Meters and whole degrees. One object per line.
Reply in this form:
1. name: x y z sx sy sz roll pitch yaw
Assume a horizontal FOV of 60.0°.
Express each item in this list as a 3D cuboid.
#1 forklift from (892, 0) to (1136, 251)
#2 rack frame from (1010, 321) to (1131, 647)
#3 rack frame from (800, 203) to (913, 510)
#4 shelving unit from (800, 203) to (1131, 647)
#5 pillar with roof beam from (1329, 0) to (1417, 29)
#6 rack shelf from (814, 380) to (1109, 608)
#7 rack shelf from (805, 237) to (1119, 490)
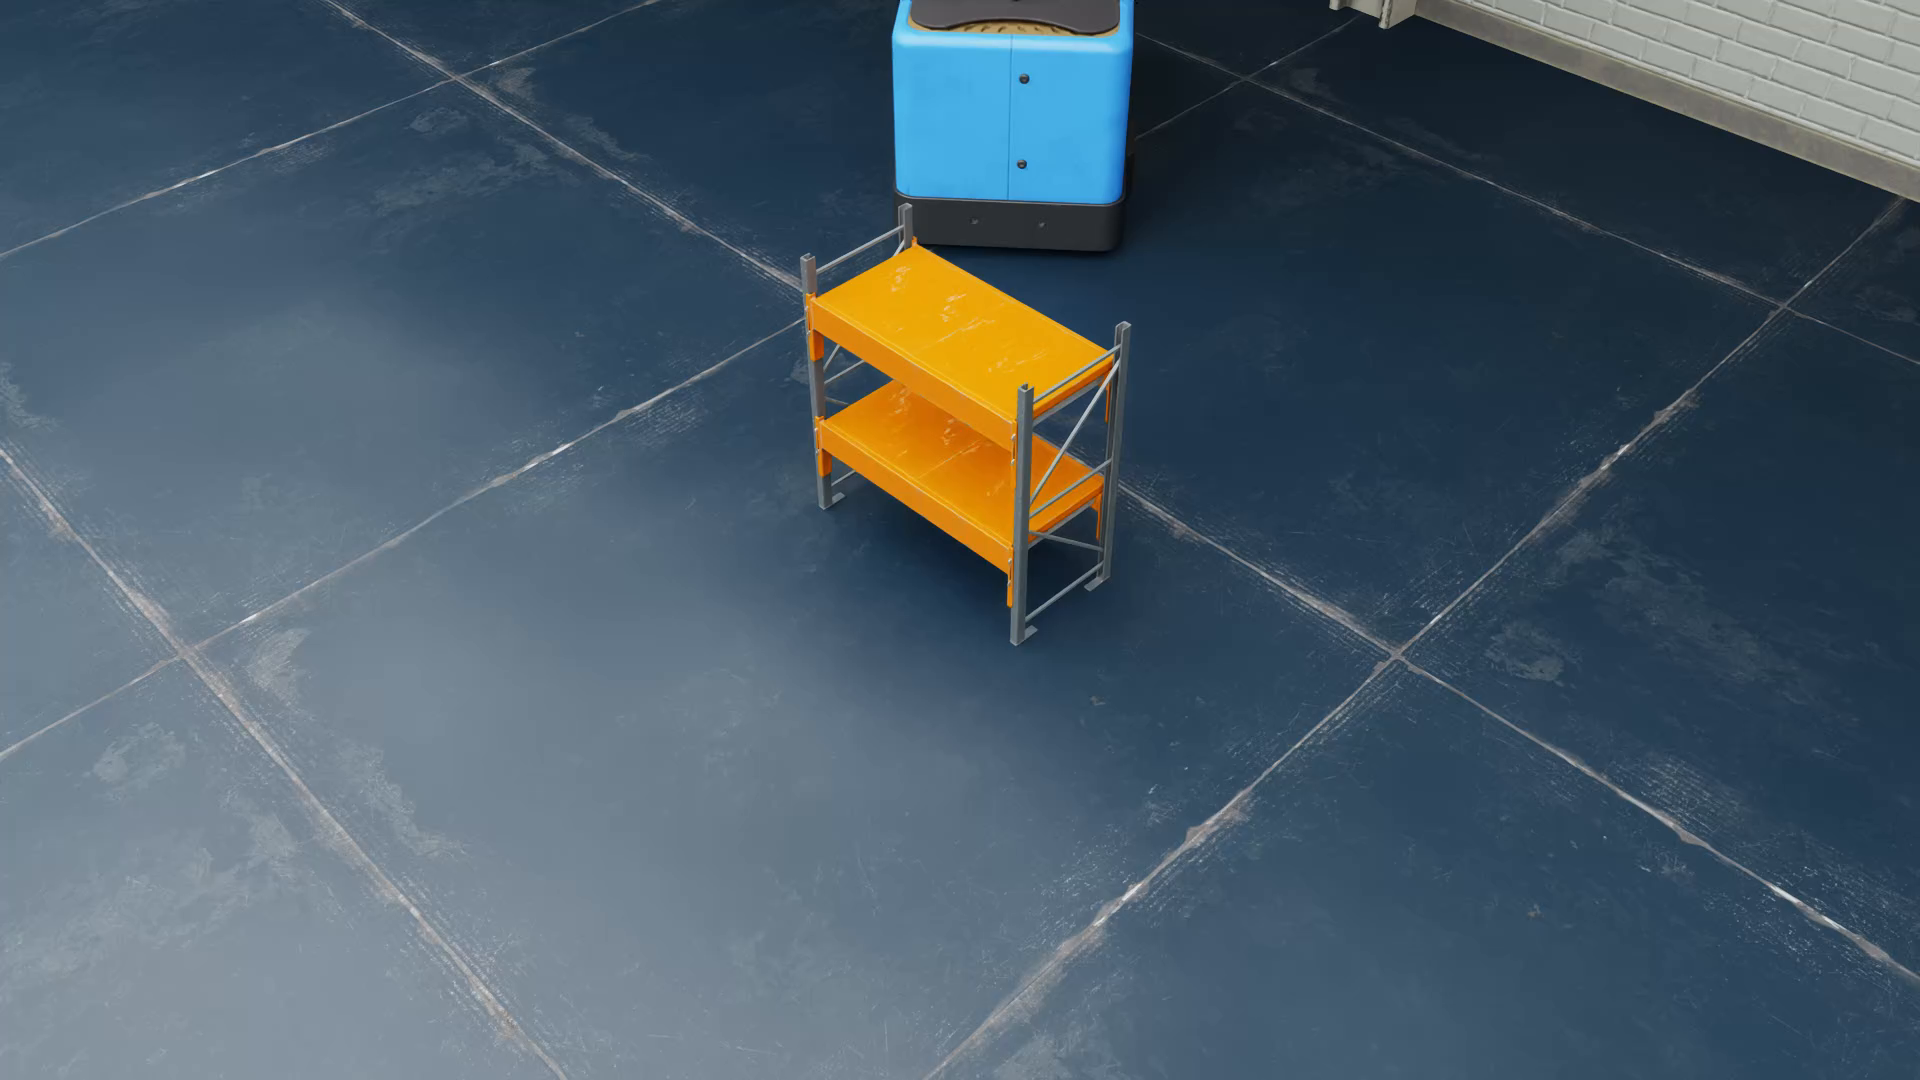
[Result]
1. forklift: 0.330 -3.382 7.751 1.130 2.935 3.031 3 43 3
2. rack frame: 0.364 -0.166 5.600 0.500 1.125 0.032 -34 53 -31
3. rack frame: -0.354 -0.654 6.129 0.500 1.125 0.032 -34 53 -31
4. shelving unit: 0.005 -0.410 5.865 0.538 1.125 1.048 -34 53 -31
5. pillar with roof beam: -0.679 -4.285 4.257 9.100 9.000 0.400 -34 53 -31
6. rack shelf: 0.005 -0.230 6.031 0.538 0.278 1.000 -34 53 -31
7. rack shelf: 0.005 -0.625 5.666 0.538 0.278 1.000 -34 53 -31
